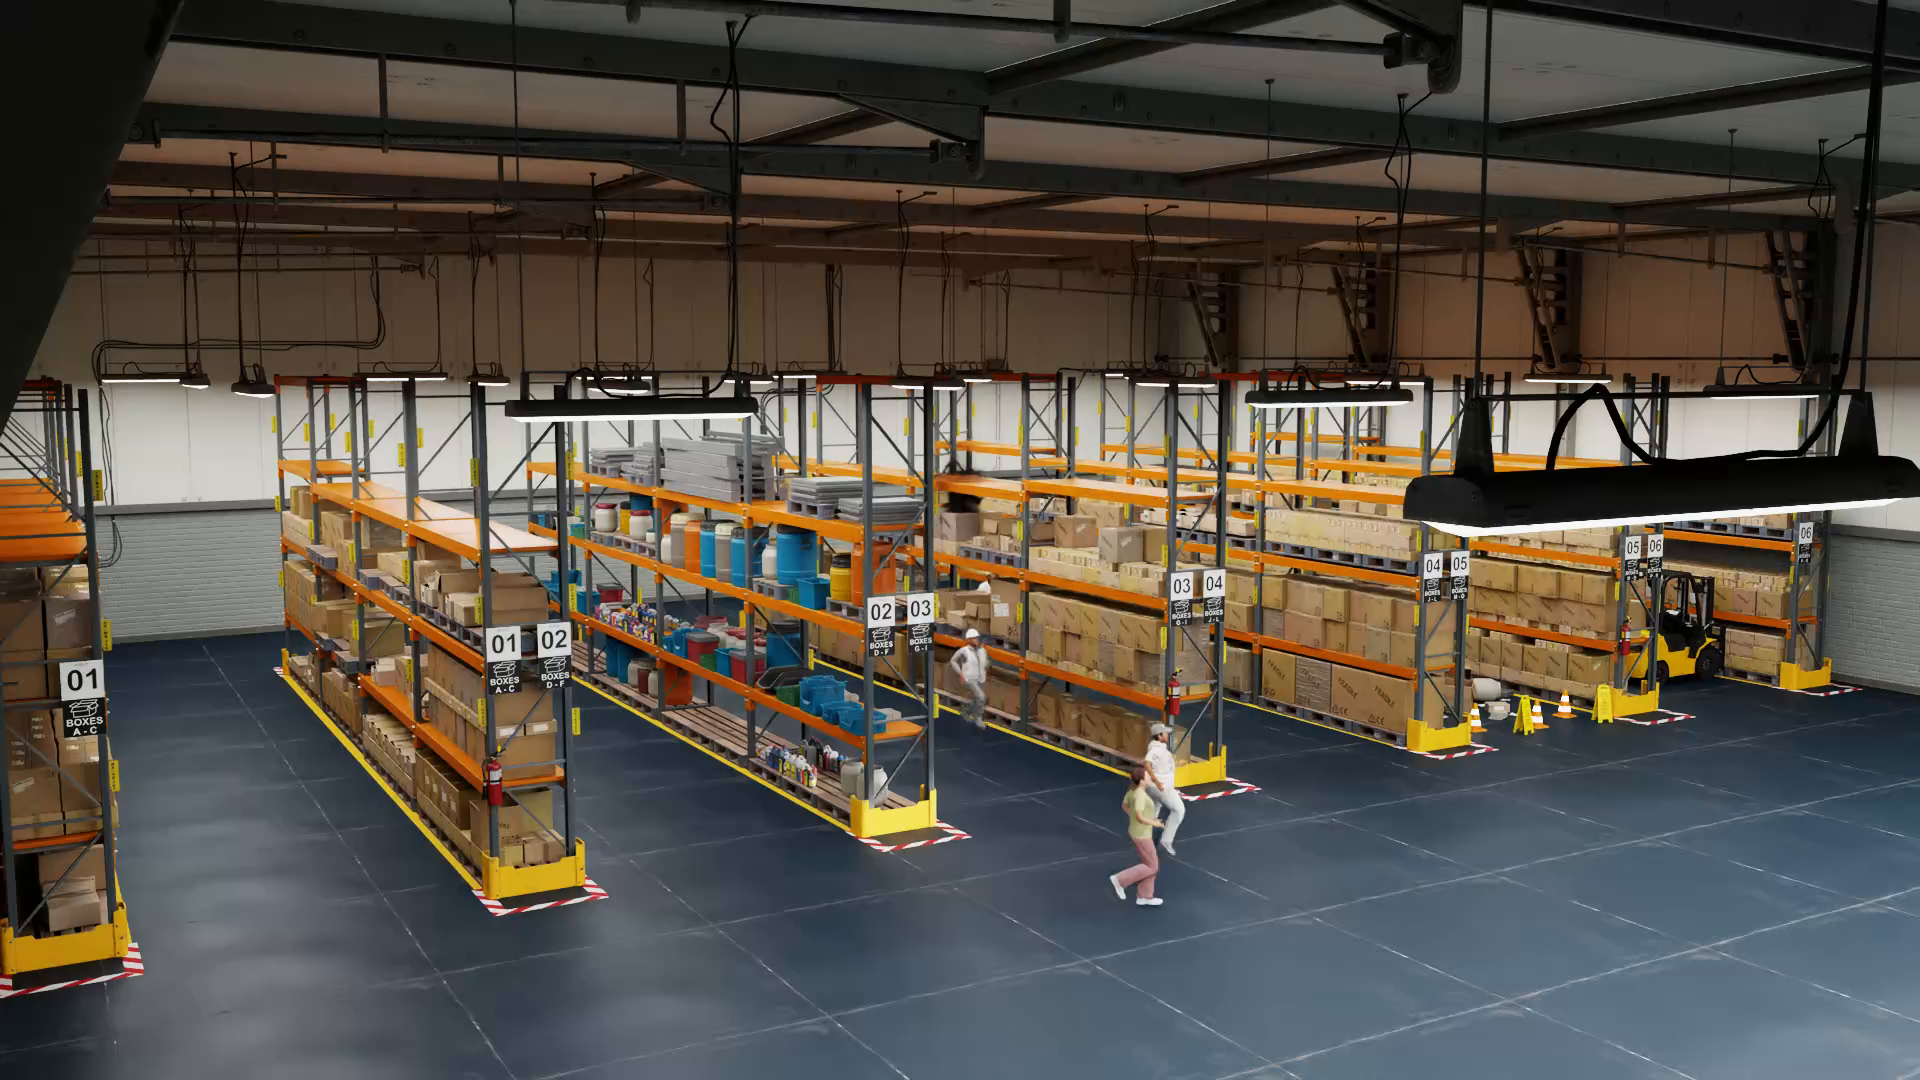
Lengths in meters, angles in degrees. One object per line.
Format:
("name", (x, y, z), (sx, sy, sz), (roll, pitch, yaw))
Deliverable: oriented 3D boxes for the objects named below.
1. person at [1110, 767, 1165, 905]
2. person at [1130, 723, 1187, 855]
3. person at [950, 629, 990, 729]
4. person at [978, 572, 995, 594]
("person", (2.037, 3.420, 19.227), (0.626, 1.628, 0.580), (-1, 6, -7))
("person", (2.556, 3.195, 21.289), (0.716, 1.702, 0.574), (-1, 6, -10))
("person", (0.224, 2.291, 27.624), (0.664, 1.641, 0.861), (-4, 8, -36))
("person", (0.717, 1.506, 36.042), (0.707, 1.768, 0.969), (-3, 7, -26))
